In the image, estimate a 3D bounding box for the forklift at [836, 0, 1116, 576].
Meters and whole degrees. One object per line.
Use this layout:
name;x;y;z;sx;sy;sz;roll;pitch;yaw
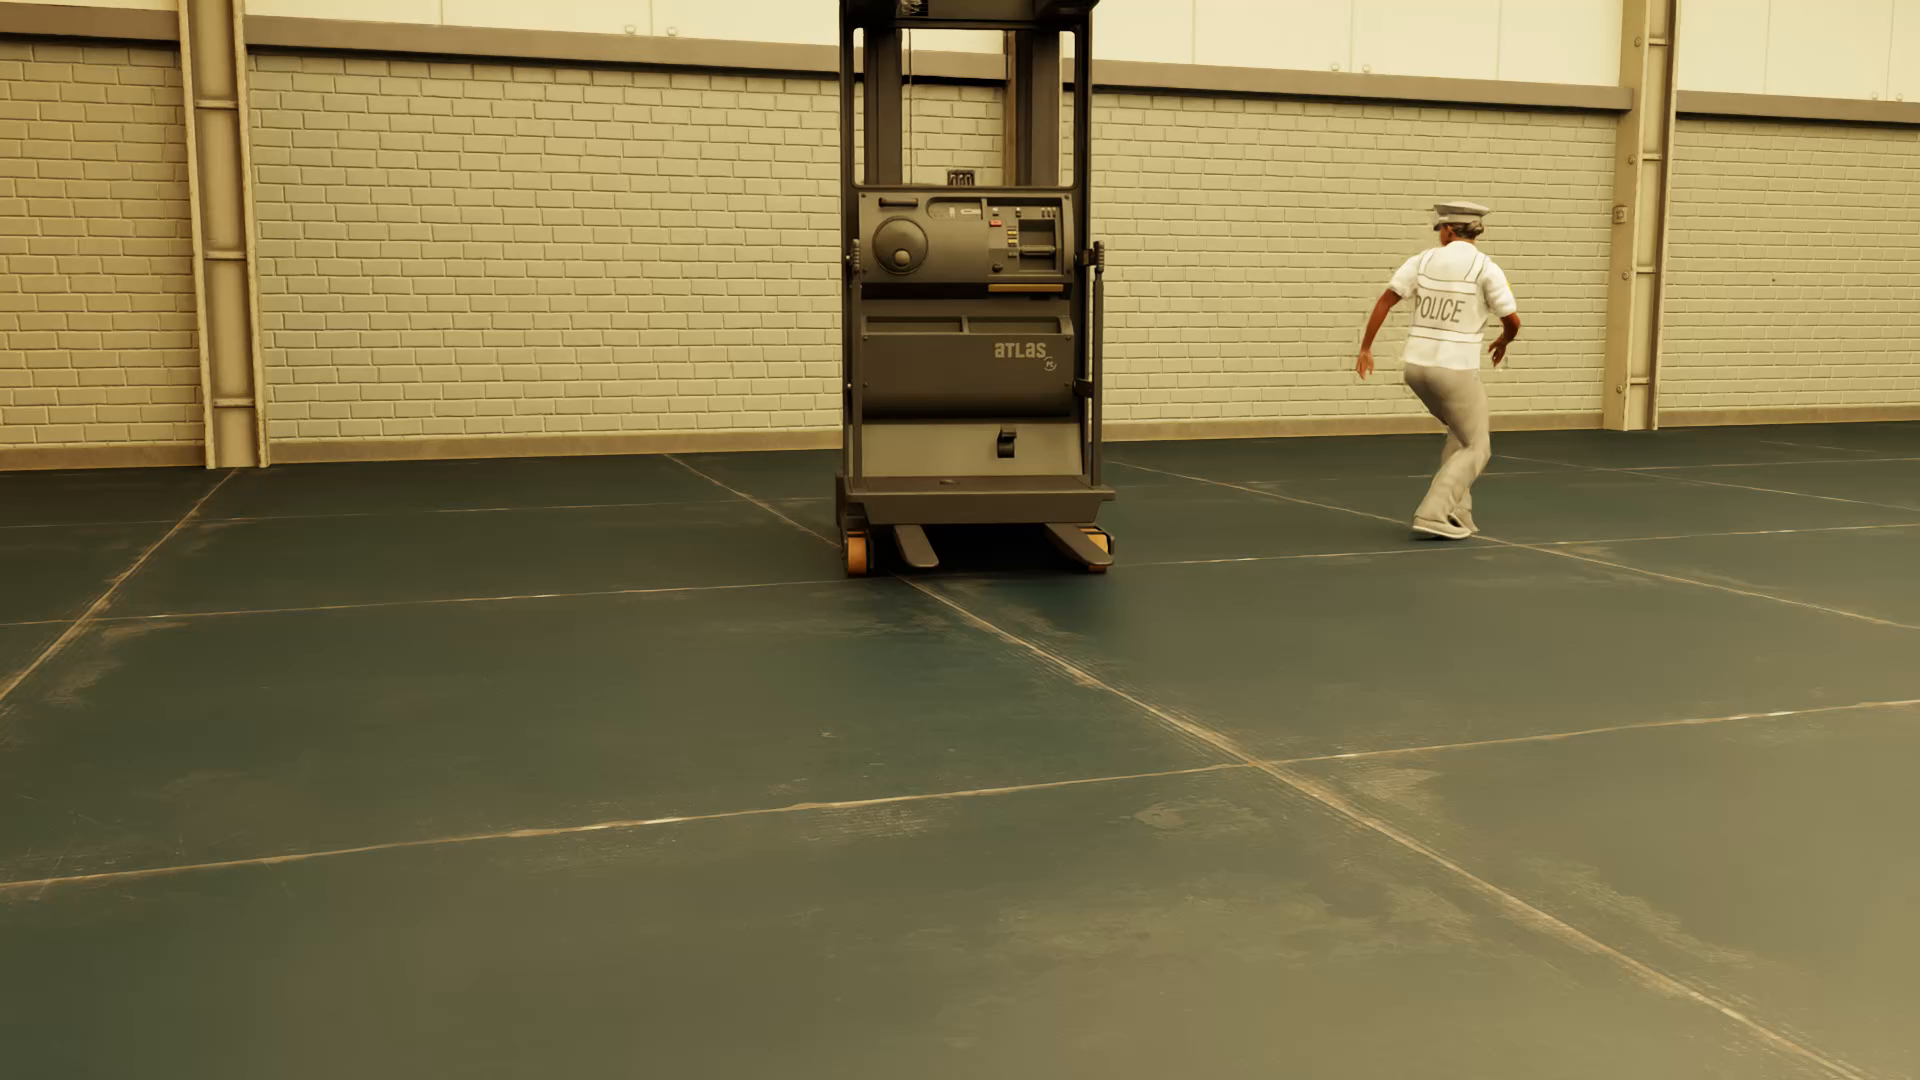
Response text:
forklift;0.048;-1.350;6.976;1.130;2.935;3.031;-1;8;-5

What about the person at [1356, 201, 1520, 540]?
person;2.335;-0.779;7.954;0.744;1.662;0.542;-5;9;-30
